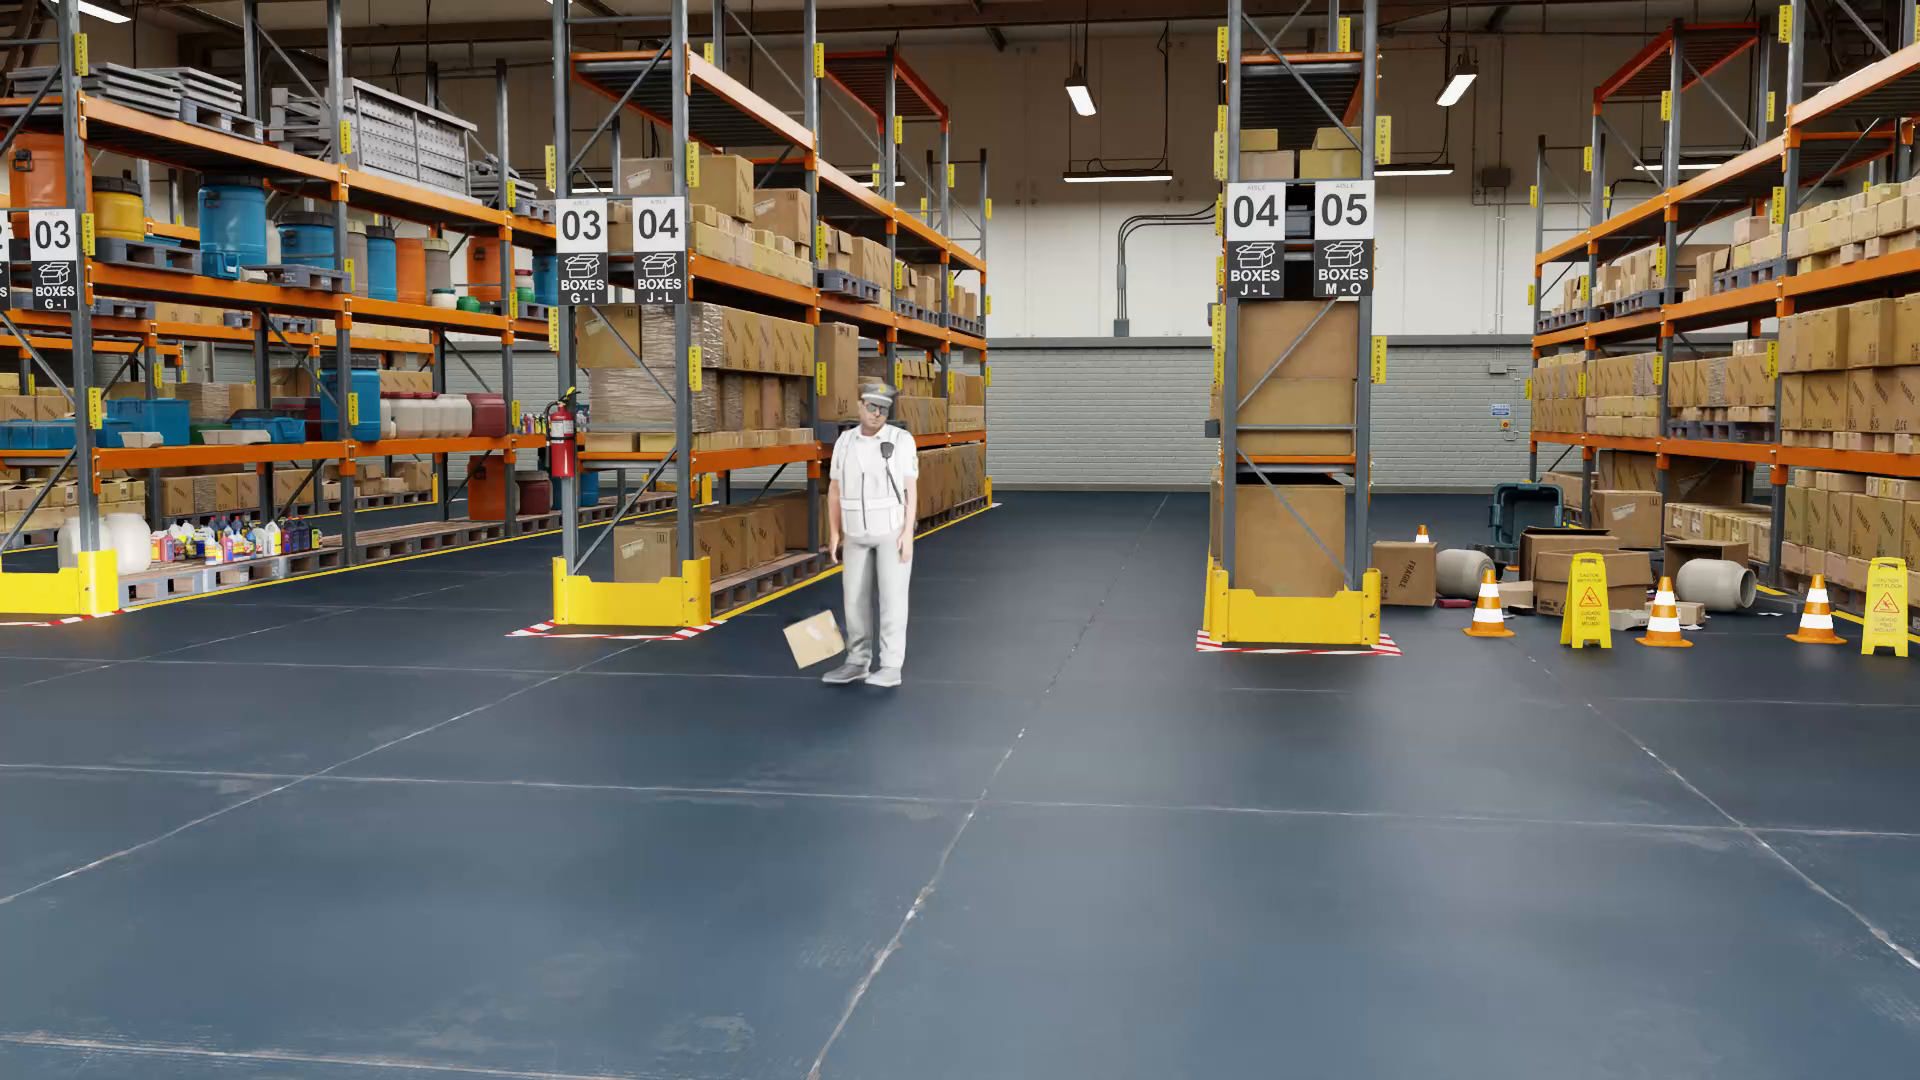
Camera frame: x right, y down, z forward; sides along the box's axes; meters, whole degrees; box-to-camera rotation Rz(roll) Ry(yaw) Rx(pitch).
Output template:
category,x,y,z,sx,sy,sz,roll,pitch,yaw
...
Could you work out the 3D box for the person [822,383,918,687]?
category,x,y,z,sx,sy,sz,roll,pitch,yaw
person,-0.542,-0.027,9.632,0.575,1.760,0.551,2,5,19
